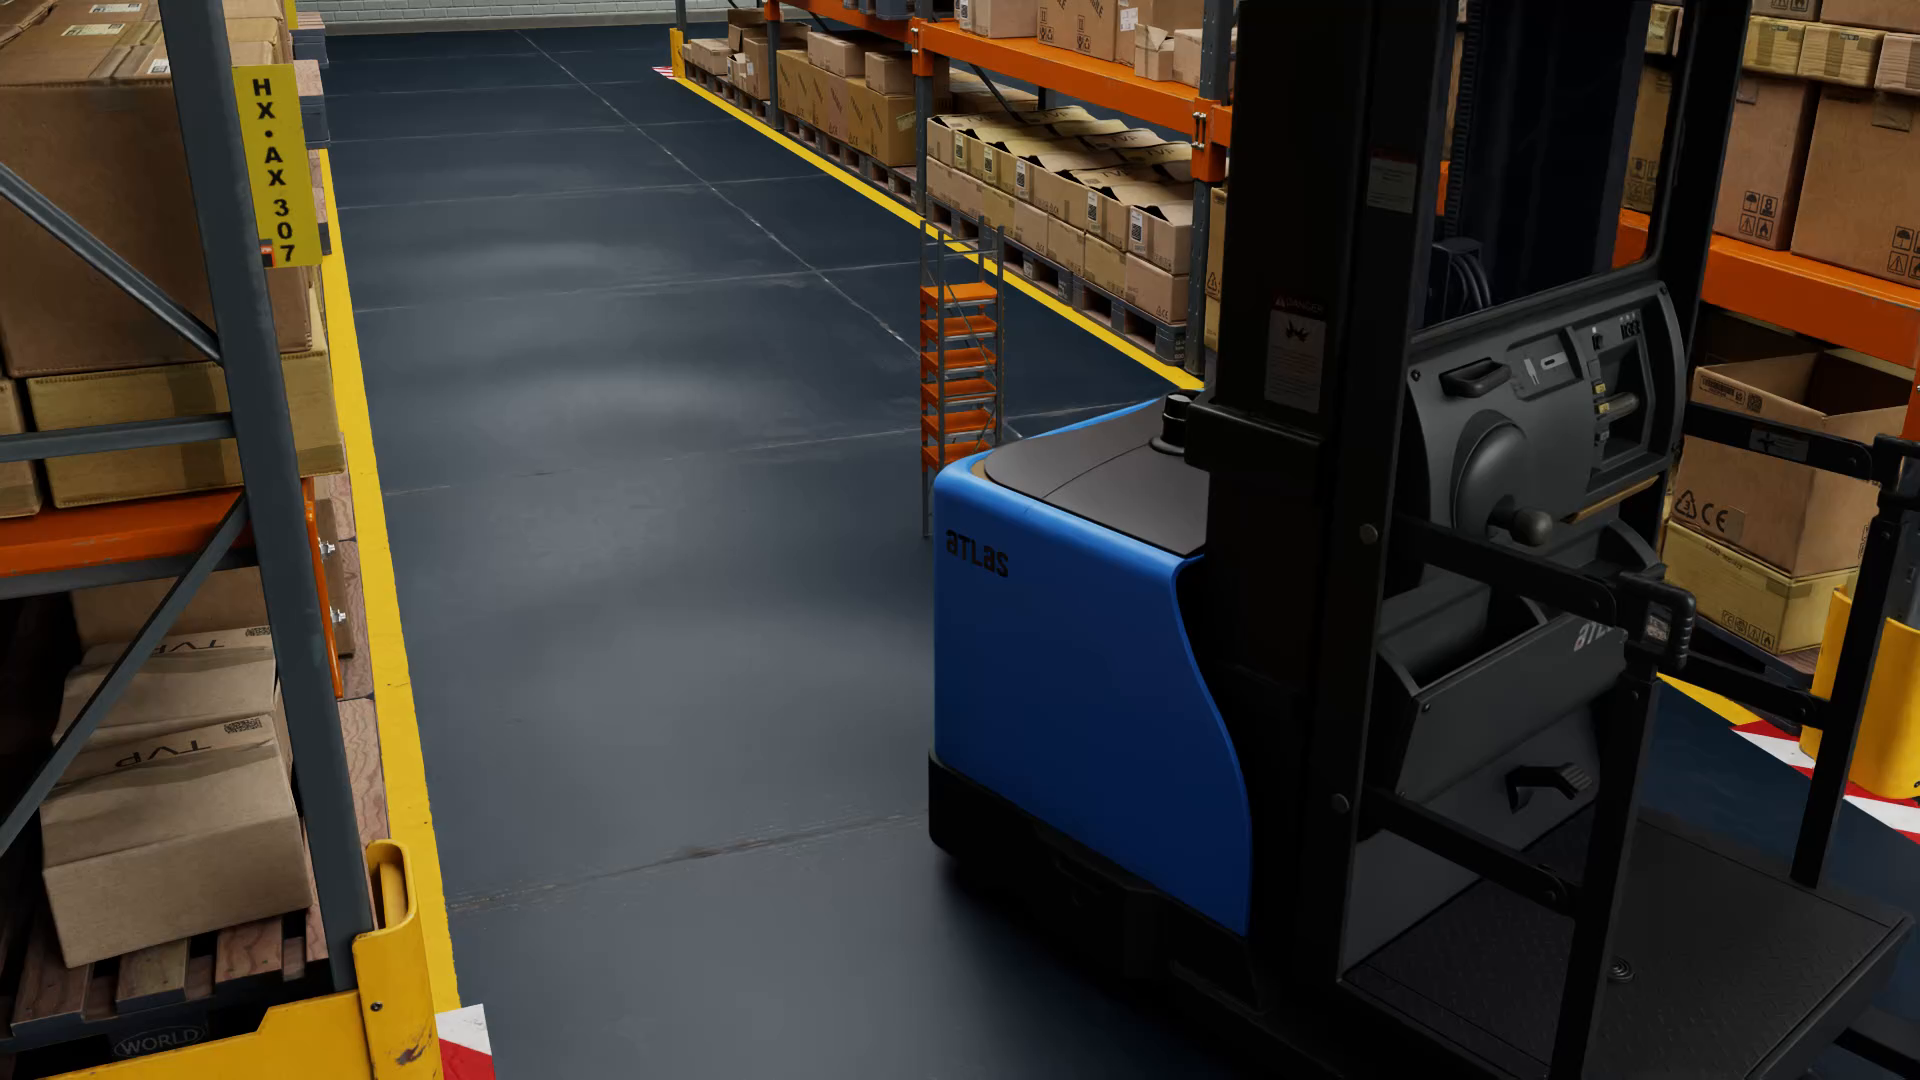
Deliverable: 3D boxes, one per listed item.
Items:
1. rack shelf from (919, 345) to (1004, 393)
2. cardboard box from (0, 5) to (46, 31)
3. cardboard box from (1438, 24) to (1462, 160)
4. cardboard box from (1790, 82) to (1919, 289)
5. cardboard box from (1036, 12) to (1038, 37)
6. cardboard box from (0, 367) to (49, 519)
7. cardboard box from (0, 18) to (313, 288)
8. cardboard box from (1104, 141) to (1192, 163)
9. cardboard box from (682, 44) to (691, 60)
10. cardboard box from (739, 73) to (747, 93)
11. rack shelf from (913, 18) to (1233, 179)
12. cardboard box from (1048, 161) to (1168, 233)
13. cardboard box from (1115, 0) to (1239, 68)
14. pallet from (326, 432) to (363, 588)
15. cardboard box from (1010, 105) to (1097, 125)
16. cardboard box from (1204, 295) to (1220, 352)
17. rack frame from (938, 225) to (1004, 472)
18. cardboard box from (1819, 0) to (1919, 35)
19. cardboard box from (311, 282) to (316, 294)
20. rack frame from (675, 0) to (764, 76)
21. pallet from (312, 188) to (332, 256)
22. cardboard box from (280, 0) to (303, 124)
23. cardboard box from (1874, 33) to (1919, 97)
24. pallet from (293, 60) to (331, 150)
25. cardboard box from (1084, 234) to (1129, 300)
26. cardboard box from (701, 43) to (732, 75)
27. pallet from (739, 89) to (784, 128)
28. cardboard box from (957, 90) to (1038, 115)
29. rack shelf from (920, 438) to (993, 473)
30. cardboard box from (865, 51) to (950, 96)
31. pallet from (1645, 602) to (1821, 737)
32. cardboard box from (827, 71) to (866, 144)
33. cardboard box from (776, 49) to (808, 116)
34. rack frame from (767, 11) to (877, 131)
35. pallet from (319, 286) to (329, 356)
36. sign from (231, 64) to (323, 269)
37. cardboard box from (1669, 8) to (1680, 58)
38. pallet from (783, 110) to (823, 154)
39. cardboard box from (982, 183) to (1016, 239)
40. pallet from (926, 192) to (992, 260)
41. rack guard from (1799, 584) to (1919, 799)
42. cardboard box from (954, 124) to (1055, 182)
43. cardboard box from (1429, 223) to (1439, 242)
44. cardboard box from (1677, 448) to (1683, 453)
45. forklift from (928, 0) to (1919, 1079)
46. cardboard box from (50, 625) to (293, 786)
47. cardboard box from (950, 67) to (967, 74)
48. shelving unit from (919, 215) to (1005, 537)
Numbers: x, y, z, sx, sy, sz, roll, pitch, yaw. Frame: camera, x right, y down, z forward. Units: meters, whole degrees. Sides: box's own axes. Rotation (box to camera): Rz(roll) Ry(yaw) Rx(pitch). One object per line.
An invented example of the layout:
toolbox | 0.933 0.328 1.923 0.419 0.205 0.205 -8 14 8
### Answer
rack shelf | 0.005 -0.617 5.975 0.258 0.103 0.180 -8 24 -19
cardboard box | -2.344 -0.933 3.803 0.500 0.500 0.500 -9 24 -20
cardboard box | 2.125 -1.780 6.482 0.700 0.500 0.500 -8 24 -18
cardboard box | 2.857 -1.032 4.707 0.700 0.500 0.500 -8 24 -19
cardboard box | 0.687 -3.150 10.185 0.380 0.149 0.250 -7 24 -15
cardboard box | -1.970 -0.217 3.070 0.500 0.250 0.500 -8 24 -18
cardboard box | -1.676 -0.815 3.523 0.500 0.500 0.500 -8 24 -19
cardboard box | 1.140 -2.195 9.874 0.500 0.311 0.500 -8 24 -18
cardboard box | -2.816 -5.318 18.109 0.380 0.149 0.250 -8 24 -19
cardboard box | -1.885 -4.360 15.836 0.380 0.149 0.250 -8 24 -19
rack shelf | 0.890 -2.663 9.632 1.077 0.370 4.000 -8 24 -19
cardboard box | 0.822 -1.930 9.245 0.500 0.311 0.500 -8 24 -19
cardboard box | 1.155 -2.787 8.871 0.500 0.500 0.500 -7 24 -15
pallet | -2.766 -0.063 6.127 1.003 0.211 1.213 -8 24 -19
cardboard box | 0.599 -2.750 11.189 0.500 0.311 0.500 -8 24 -18
cardboard box | 1.477 -0.984 7.723 0.500 0.250 0.500 -8 24 -19
rack frame | 0.037 -0.514 5.926 0.240 1.200 0.006 -8 24 -19
cardboard box | 2.838 -1.649 4.501 0.700 0.500 0.500 -8 24 -19
cardboard box | -1.695 -0.481 3.697 0.500 0.250 0.500 -9 25 -21
rack frame | -2.642 -6.628 18.113 1.000 3.000 0.127 -8 24 -19
pallet | -4.657 -2.052 10.847 1.003 0.211 1.213 -8 24 -19
cardboard box | -2.398 -1.563 5.297 0.500 0.500 0.500 -8 24 -19
cardboard box | 2.697 -1.272 4.442 0.380 0.149 0.250 -9 24 -20
pallet | -3.170 -1.796 6.896 1.003 0.211 1.213 -8 24 -19
cardboard box | 1.002 -1.489 8.921 0.500 0.250 0.500 -9 24 -20
cardboard box | -2.362 -4.964 17.139 0.500 0.250 0.500 -8 24 -19
pallet | -1.471 -4.139 15.799 1.003 0.211 1.213 -8 24 -19
cardboard box | 0.290 -2.977 12.102 0.500 0.500 0.500 -7 24 -17
rack shelf | 0.005 -0.286 6.115 0.258 0.103 0.180 -8 24 -19
cardboard box | -0.390 -3.445 12.248 0.500 0.250 0.500 -7 24 -17
pallet | 2.701 0.198 5.507 1.003 0.211 1.213 -8 24 -19
cardboard box | -0.740 -3.458 13.243 0.500 0.500 0.500 -9 25 -21
cardboard box | -1.286 -4.016 14.569 0.500 0.500 0.500 -9 25 -21
rack frame | -1.229 -5.175 14.665 1.000 3.000 0.127 -8 24 -19
pallet | -3.747 -1.029 8.418 1.003 0.211 1.213 -8 24 -19
sign | -1.116 -0.607 2.713 0.100 0.325 0.005 -8 24 -19
cardboard box | 2.426 -1.552 5.105 0.380 0.149 0.250 -8 24 -18
pallet | -0.907 -3.599 14.518 1.003 0.211 1.213 -8 24 -19
cardboard box | 0.462 -2.046 10.243 0.500 0.250 0.500 -9 24 -20
pallet | 0.438 -2.132 11.036 1.003 0.211 1.213 -8 24 -19
rack guard | 3.018 0.346 4.785 1.175 0.500 0.348 -8 24 -19
cardboard box | 0.287 -2.486 10.563 0.500 0.311 0.500 -9 24 -20
cardboard box | 1.821 -0.965 6.712 0.500 0.500 0.500 -8 24 -19
cardboard box | 2.672 -0.329 6.168 0.500 0.250 0.500 -8 24 -19
forklift | 1.275 -0.233 3.029 1.130 2.935 3.031 -19 29 -38
cardboard box | -1.985 0.432 4.258 0.500 0.311 0.500 -6 24 -15
cardboard box | -0.262 -3.538 13.434 0.500 0.500 0.500 -9 25 -21
shelving unit | 0.005 -0.548 6.005 0.258 1.200 0.189 -8 24 -19
